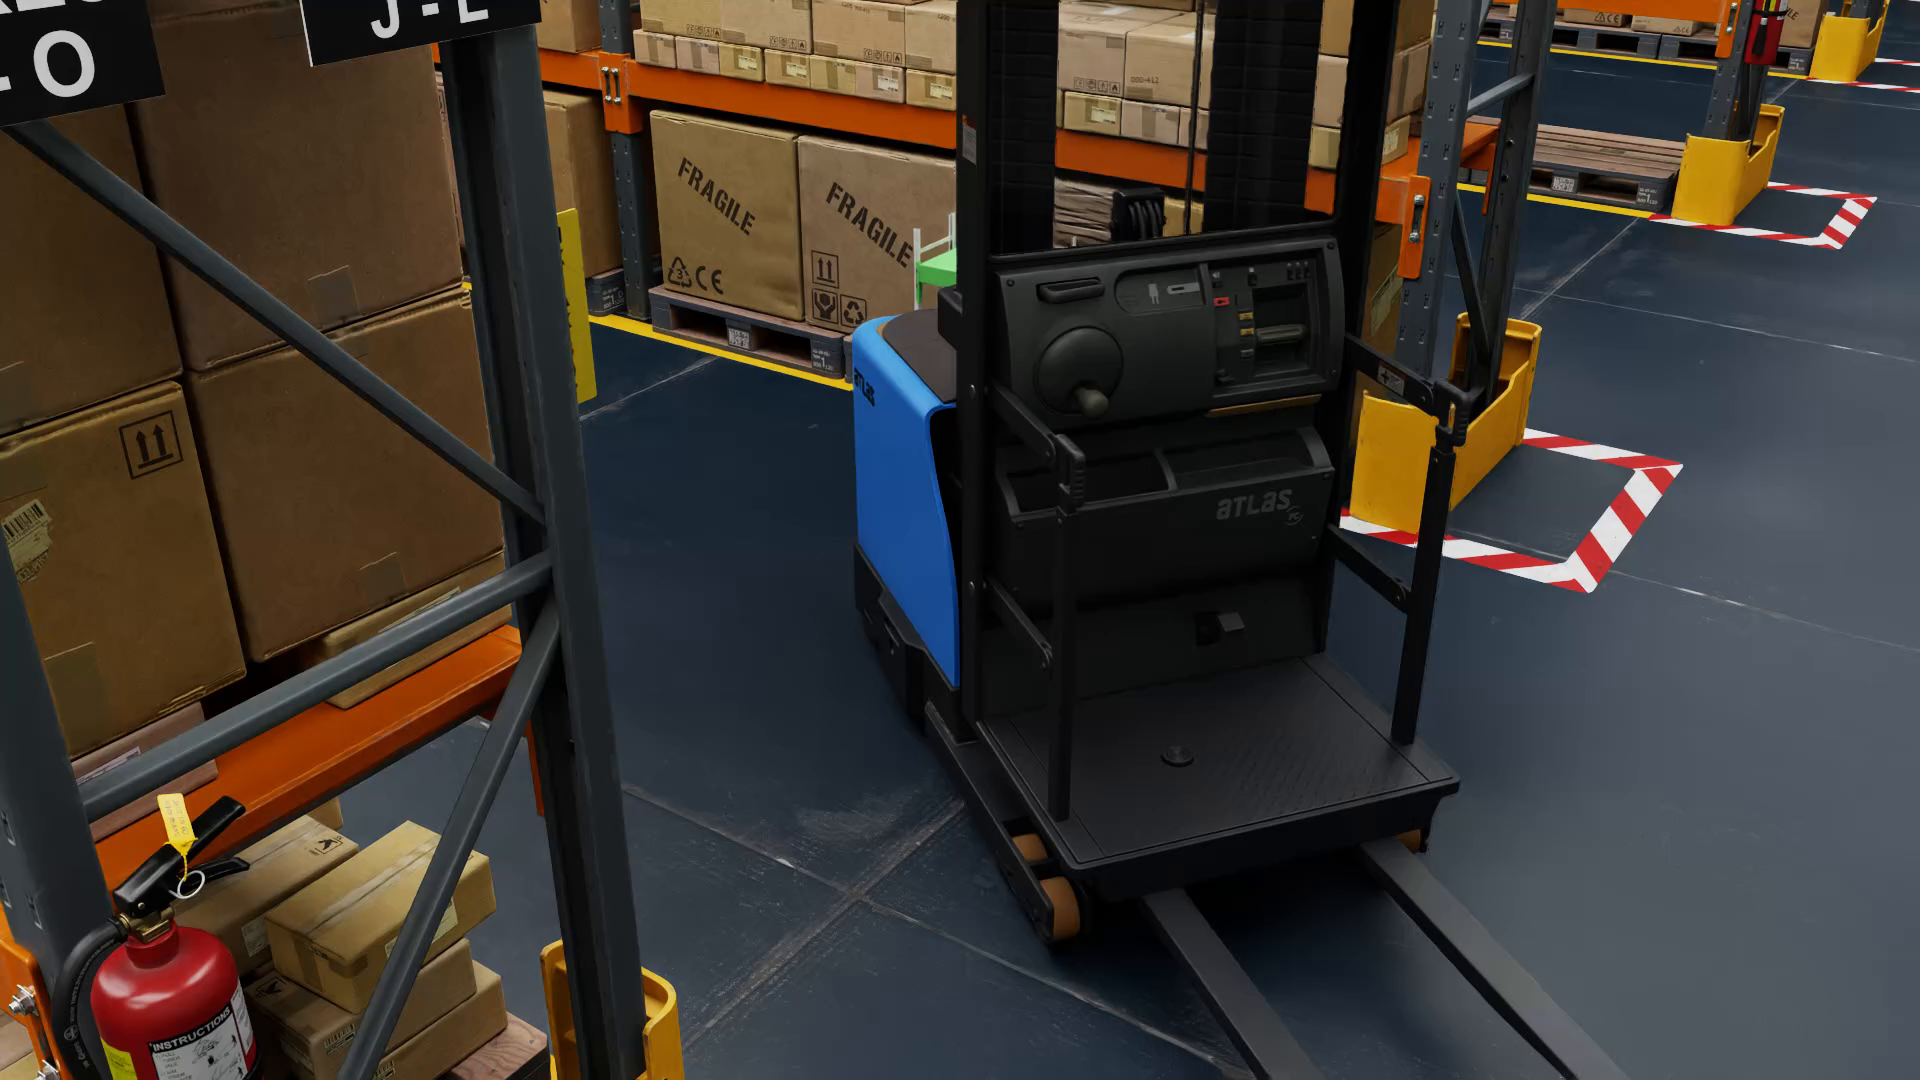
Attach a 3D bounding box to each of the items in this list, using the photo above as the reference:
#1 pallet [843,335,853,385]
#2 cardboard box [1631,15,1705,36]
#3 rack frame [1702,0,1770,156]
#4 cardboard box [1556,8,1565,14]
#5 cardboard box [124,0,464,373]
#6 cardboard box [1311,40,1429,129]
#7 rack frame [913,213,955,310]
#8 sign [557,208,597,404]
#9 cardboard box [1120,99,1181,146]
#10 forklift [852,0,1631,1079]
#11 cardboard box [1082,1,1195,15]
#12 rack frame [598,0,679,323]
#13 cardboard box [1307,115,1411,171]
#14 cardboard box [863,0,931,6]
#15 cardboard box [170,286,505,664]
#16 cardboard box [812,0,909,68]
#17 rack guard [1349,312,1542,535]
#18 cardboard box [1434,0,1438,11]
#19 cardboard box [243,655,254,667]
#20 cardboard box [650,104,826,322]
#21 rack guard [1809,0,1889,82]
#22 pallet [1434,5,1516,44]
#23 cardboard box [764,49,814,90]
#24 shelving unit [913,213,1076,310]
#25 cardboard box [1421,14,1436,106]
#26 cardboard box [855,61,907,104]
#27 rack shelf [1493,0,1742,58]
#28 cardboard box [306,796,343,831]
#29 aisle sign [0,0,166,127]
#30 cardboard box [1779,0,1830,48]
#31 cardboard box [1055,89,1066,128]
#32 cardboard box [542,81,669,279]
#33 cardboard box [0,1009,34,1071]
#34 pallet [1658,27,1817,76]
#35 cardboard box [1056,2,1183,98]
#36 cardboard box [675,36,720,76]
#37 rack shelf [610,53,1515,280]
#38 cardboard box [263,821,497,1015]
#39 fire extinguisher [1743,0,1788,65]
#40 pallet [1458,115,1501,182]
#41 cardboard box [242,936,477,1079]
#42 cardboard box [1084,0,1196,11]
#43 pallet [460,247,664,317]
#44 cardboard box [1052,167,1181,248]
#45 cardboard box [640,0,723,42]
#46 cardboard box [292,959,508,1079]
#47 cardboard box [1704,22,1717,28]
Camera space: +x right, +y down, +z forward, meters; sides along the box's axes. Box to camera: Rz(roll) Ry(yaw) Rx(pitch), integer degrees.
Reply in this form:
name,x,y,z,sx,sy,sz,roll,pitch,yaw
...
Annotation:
name,x,y,z,sx,sy,sz,roll,pitch,yaw
pallet,0.232,-0.858,7.704,1.213,0.211,1.003,17,32,30
cardboard box,6.195,-4.588,14.504,0.500,0.250,0.500,17,32,30
rack frame,4.741,-3.463,9.748,0.127,3.000,1.000,17,32,30
cardboard box,5.500,-5.106,15.456,0.500,0.311,0.500,17,32,30
cardboard box,-1.174,-0.620,2.621,0.500,0.500,0.500,17,32,30
cardboard box,1.387,-1.703,6.126,0.500,0.250,0.500,17,31,30
rack frame,-0.088,-0.573,6.052,0.015,1.200,0.240,17,31,29
sign,-0.648,-0.372,2.719,0.005,0.325,0.100,17,32,30
cardboard box,0.829,-1.664,6.489,0.250,0.149,0.380,18,32,31
forklift,0.618,-0.493,3.987,1.130,2.935,3.031,-9,28,-17
cardboard box,0.850,-2.163,7.030,0.500,0.250,0.500,16,31,29
rack frame,-1.360,-2.639,8.128,0.127,3.000,1.000,17,32,30
cardboard box,1.457,-1.468,6.104,0.250,0.149,0.380,18,32,31
cardboard box,-0.277,-2.559,6.982,0.500,0.500,0.500,16,31,29
cardboard box,-1.168,-0.179,2.856,0.500,0.500,0.500,19,33,33
cardboard box,-0.284,-2.225,7.153,0.500,0.250,0.500,18,32,32
rack guard,1.957,-0.491,6.664,0.348,0.500,1.175,17,32,30
cardboard box,4.475,-5.150,15.543,0.500,0.311,0.500,17,32,30
cardboard box,-1.269,0.073,3.076,0.250,0.149,0.380,19,32,32
cardboard box,-0.862,-1.680,8.123,0.875,0.875,0.875,17,32,30
rack guard,7.486,-4.220,13.990,0.348,0.500,1.175,17,32,30
pallet,4.817,-4.922,15.689,1.213,0.211,1.003,17,32,30
cardboard box,-0.653,-2.125,7.395,0.250,0.149,0.380,16,31,29
shelving unit,0.116,-0.512,5.933,0.503,1.200,0.258,17,31,29
cardboard box,1.694,-1.902,6.517,0.500,0.250,0.500,16,31,29
cardboard box,-0.236,-1.994,7.138,0.250,0.149,0.380,18,32,31
rack shelf,3.093,-3.656,10.920,4.000,0.370,1.077,17,32,30
cardboard box,-1.625,0.635,3.719,0.250,0.149,0.380,17,32,30
aisle sign,-1.064,-0.811,1.670,0.004,0.787,0.394,17,32,30
cardboard box,6.961,-4.444,13.946,0.500,0.500,0.500,17,32,30
cardboard box,0.400,-1.796,6.749,0.250,0.149,0.380,17,32,30
cardboard box,-1.899,-2.036,8.823,0.875,0.875,1.225,17,32,30
cardboard box,-1.709,0.908,3.183,0.250,0.149,0.380,18,32,31
pallet,6.828,-4.295,14.458,1.213,0.211,1.003,17,32,30
cardboard box,0.550,-1.964,6.639,0.500,0.250,0.500,16,31,29
cardboard box,-1.088,-2.259,7.659,0.250,0.149,0.380,16,31,29
rack shelf,0.288,-1.805,7.282,4.000,0.370,1.077,17,32,30
cardboard box,-1.194,0.774,3.447,0.250,0.149,0.380,16,31,28
fire extinguisher,4.608,-3.054,9.440,0.183,0.674,0.296,17,32,30
pallet,3.082,-2.760,11.441,1.213,0.211,1.003,17,32,30
cardboard box,-1.241,0.937,3.454,0.250,0.149,0.380,19,32,32
cardboard box,0.851,-2.495,6.856,0.500,0.500,0.500,16,31,29
pallet,-2.039,-1.566,9.094,1.213,0.211,1.003,17,32,30
cardboard box,0.614,-1.220,7.220,0.875,0.875,0.875,17,32,30
cardboard box,-1.121,-2.486,7.665,0.500,0.250,0.500,17,31,29
cardboard box,-1.205,1.046,3.568,0.250,0.149,0.380,18,32,31
cardboard box,6.849,-4.659,14.644,0.500,0.250,0.500,17,32,30
